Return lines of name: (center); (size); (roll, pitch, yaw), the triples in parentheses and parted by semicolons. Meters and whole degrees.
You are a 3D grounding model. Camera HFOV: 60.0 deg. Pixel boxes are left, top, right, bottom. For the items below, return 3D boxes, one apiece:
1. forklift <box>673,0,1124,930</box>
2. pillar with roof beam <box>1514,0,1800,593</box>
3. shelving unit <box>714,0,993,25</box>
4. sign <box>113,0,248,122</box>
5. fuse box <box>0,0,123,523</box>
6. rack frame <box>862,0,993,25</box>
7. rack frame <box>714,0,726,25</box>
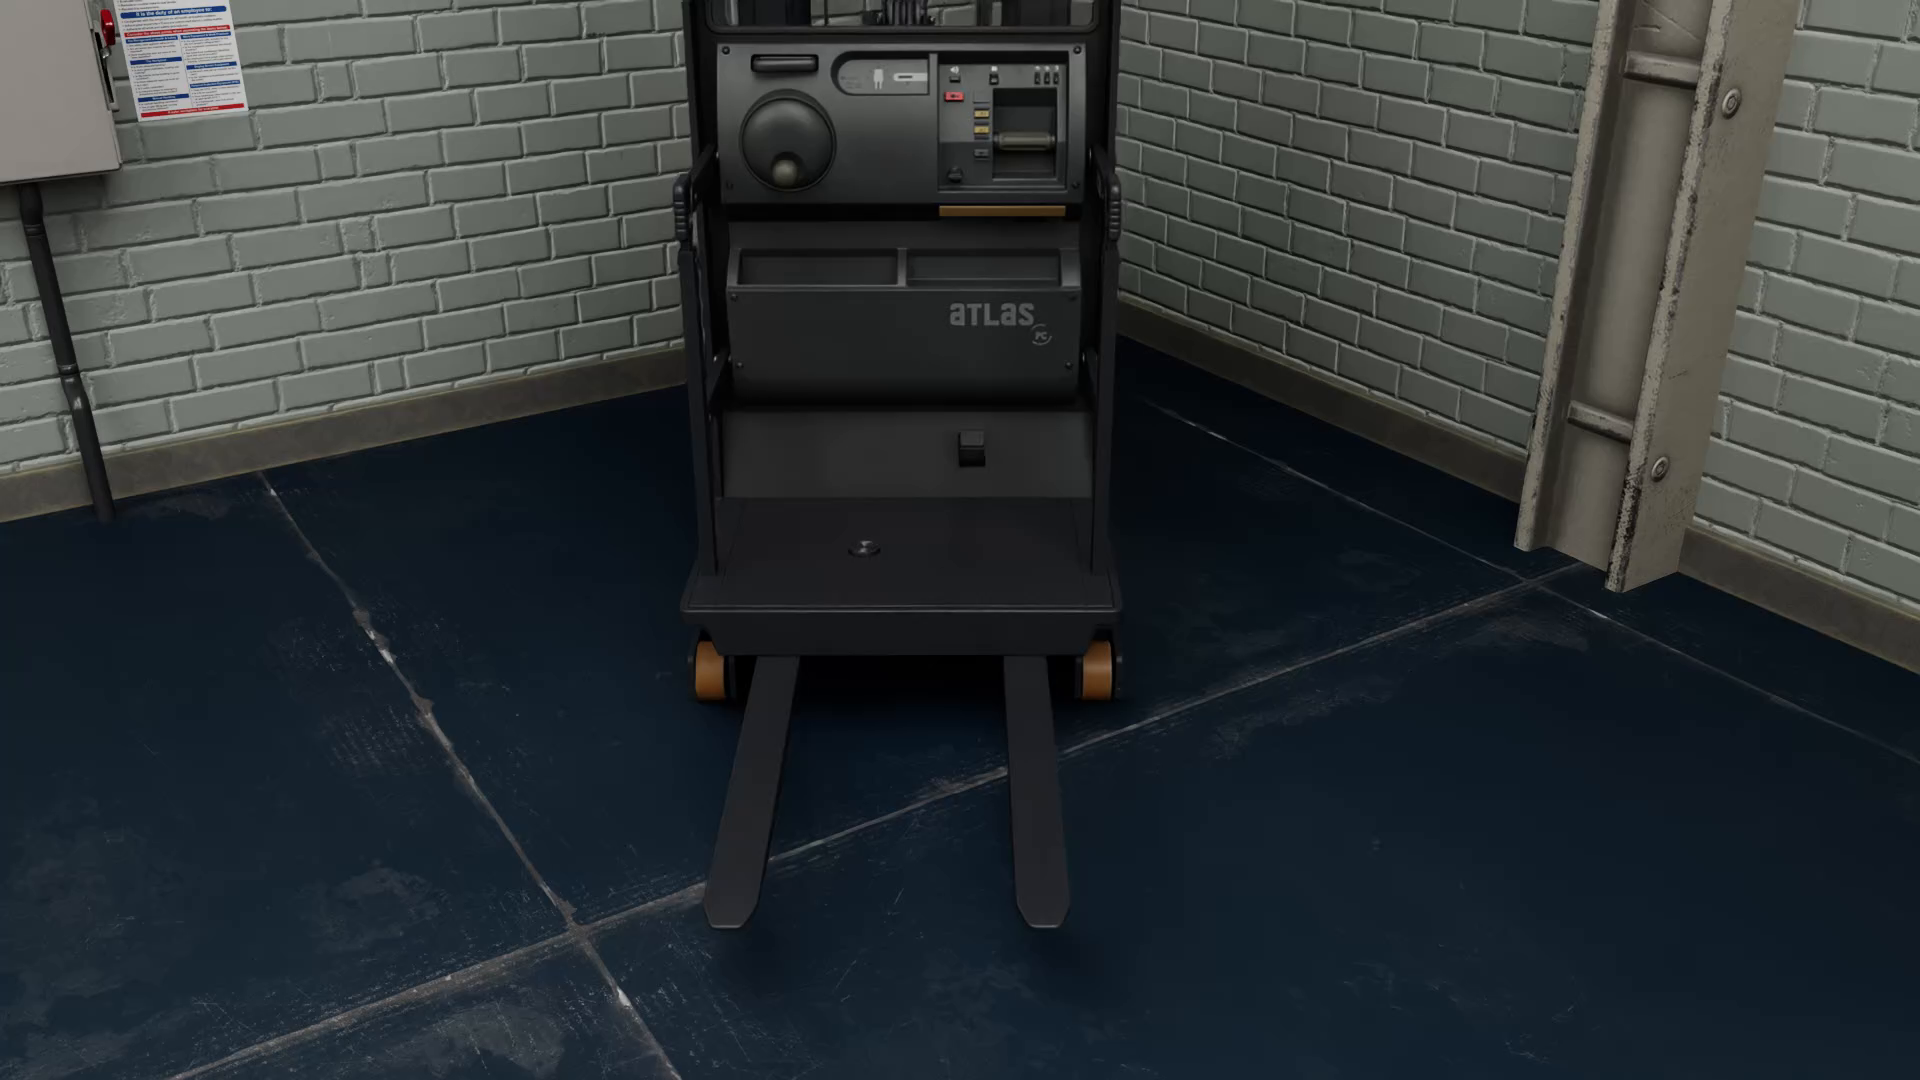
forklift: (-0.144, -1.032, 4.003); (1.130, 2.935, 3.031); (0, 25, 0)
pillar with roof beam: (-1.638, -3.015, 1.095); (9.100, 9.000, 0.400); (-16, 29, -30)
shelving unit: (-0.423, -1.281, 6.151); (0.587, 1.500, 1.083); (-17, 33, -32)
sign: (-2.429, -1.567, 5.168); (0.329, 0.494, 0.001); (-16, 29, -30)
fuse box: (-2.729, -0.839, 5.022); (0.539, 1.711, 0.414); (-16, 29, -30)
rack frame: (-0.119, -1.082, 5.782); (0.500, 1.500, 0.032); (-17, 33, -32)
rack frame: (-0.716, -1.474, 6.507); (0.500, 1.500, 0.032); (-17, 33, -32)
